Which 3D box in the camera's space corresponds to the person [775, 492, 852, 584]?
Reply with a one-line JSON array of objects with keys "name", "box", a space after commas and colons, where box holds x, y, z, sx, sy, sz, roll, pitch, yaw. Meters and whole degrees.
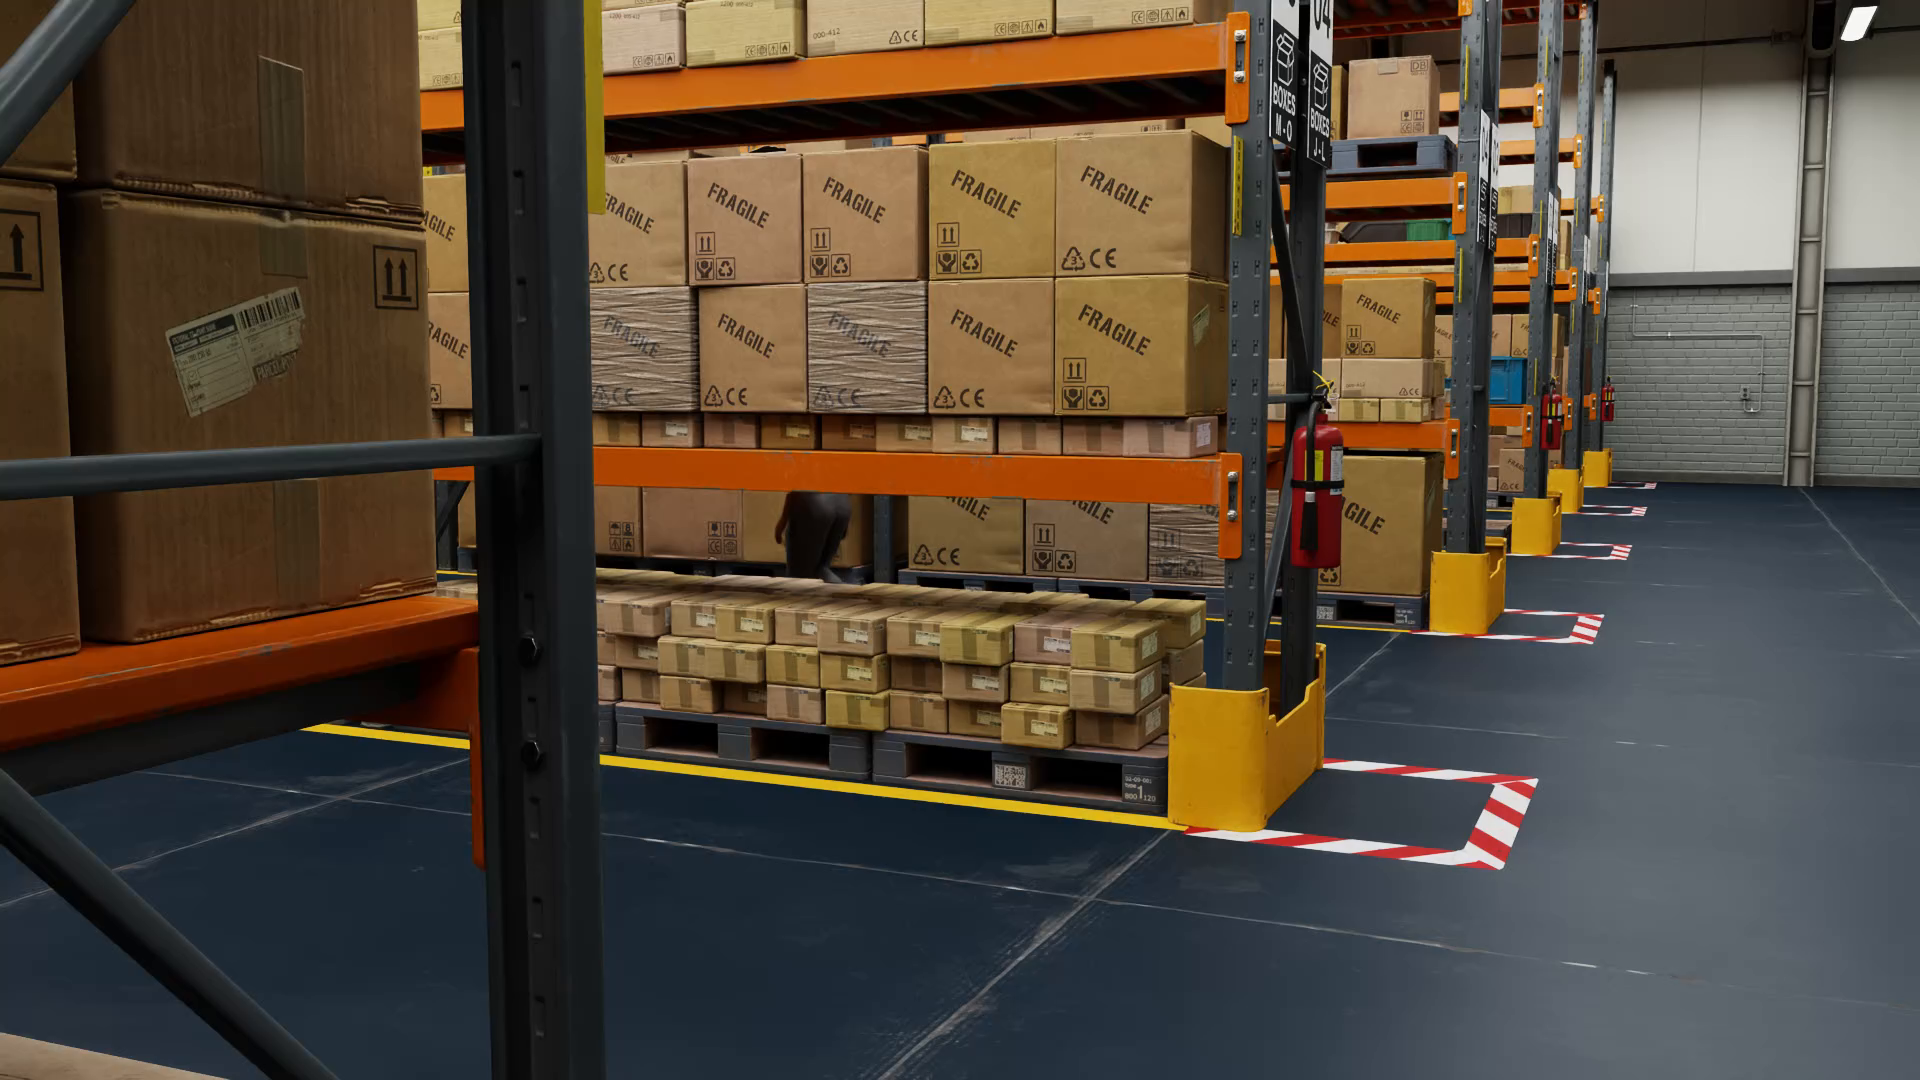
[{"name": "person", "box": [-0.794, -0.136, 8.928, 0.508, 1.658, 0.492, 3, 7, 31]}]
